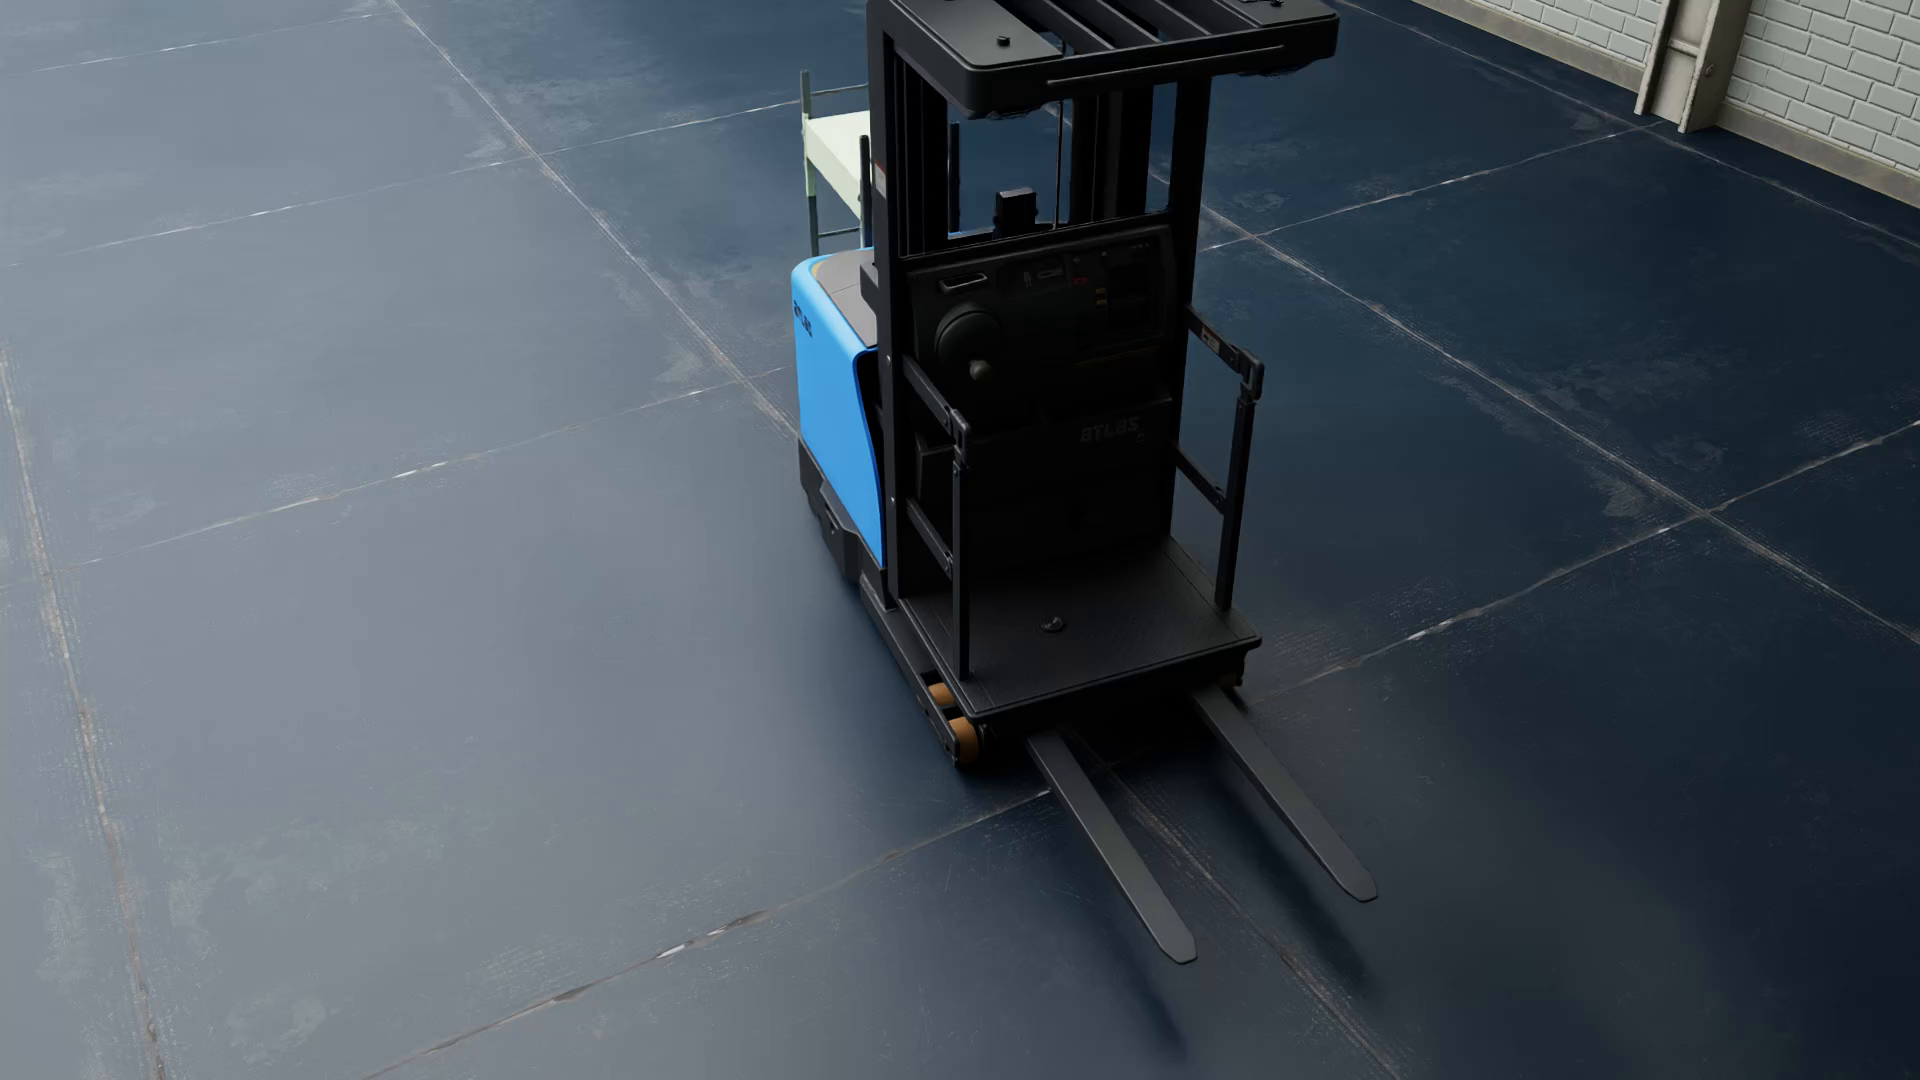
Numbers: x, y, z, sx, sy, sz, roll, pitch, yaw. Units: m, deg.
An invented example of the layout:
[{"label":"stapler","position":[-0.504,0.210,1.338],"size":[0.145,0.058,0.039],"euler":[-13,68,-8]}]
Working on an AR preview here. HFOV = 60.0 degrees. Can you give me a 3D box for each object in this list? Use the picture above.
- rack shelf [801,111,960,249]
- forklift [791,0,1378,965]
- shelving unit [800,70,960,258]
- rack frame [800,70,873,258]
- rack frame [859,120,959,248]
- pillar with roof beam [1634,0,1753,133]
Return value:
[{"label":"rack shelf","position":[-0.333,-1.482,6.845],"size":[0.431,0.370,0.720],"euler":[-14,38,-18]},{"label":"forklift","position":[0.360,-0.699,5.222],"size":[1.130,2.935,3.031],"euler":[-14,38,-18]},{"label":"shelving unit","position":[-0.333,-1.166,7.075],"size":[0.431,1.500,0.755],"euler":[-14,38,-18]},{"label":"rack frame","position":[-0.471,-1.366,7.349],"size":[0.400,1.500,0.023],"euler":[-14,38,-18]},{"label":"rack frame","position":[-0.194,-0.967,6.802],"size":[0.400,1.500,0.023],"euler":[-14,38,-18]},{"label":"pillar with roof beam","position":[0.731,-4.985,5.946],"size":[9.100,9.000,0.400],"euler":[-19,40,-24]}]
